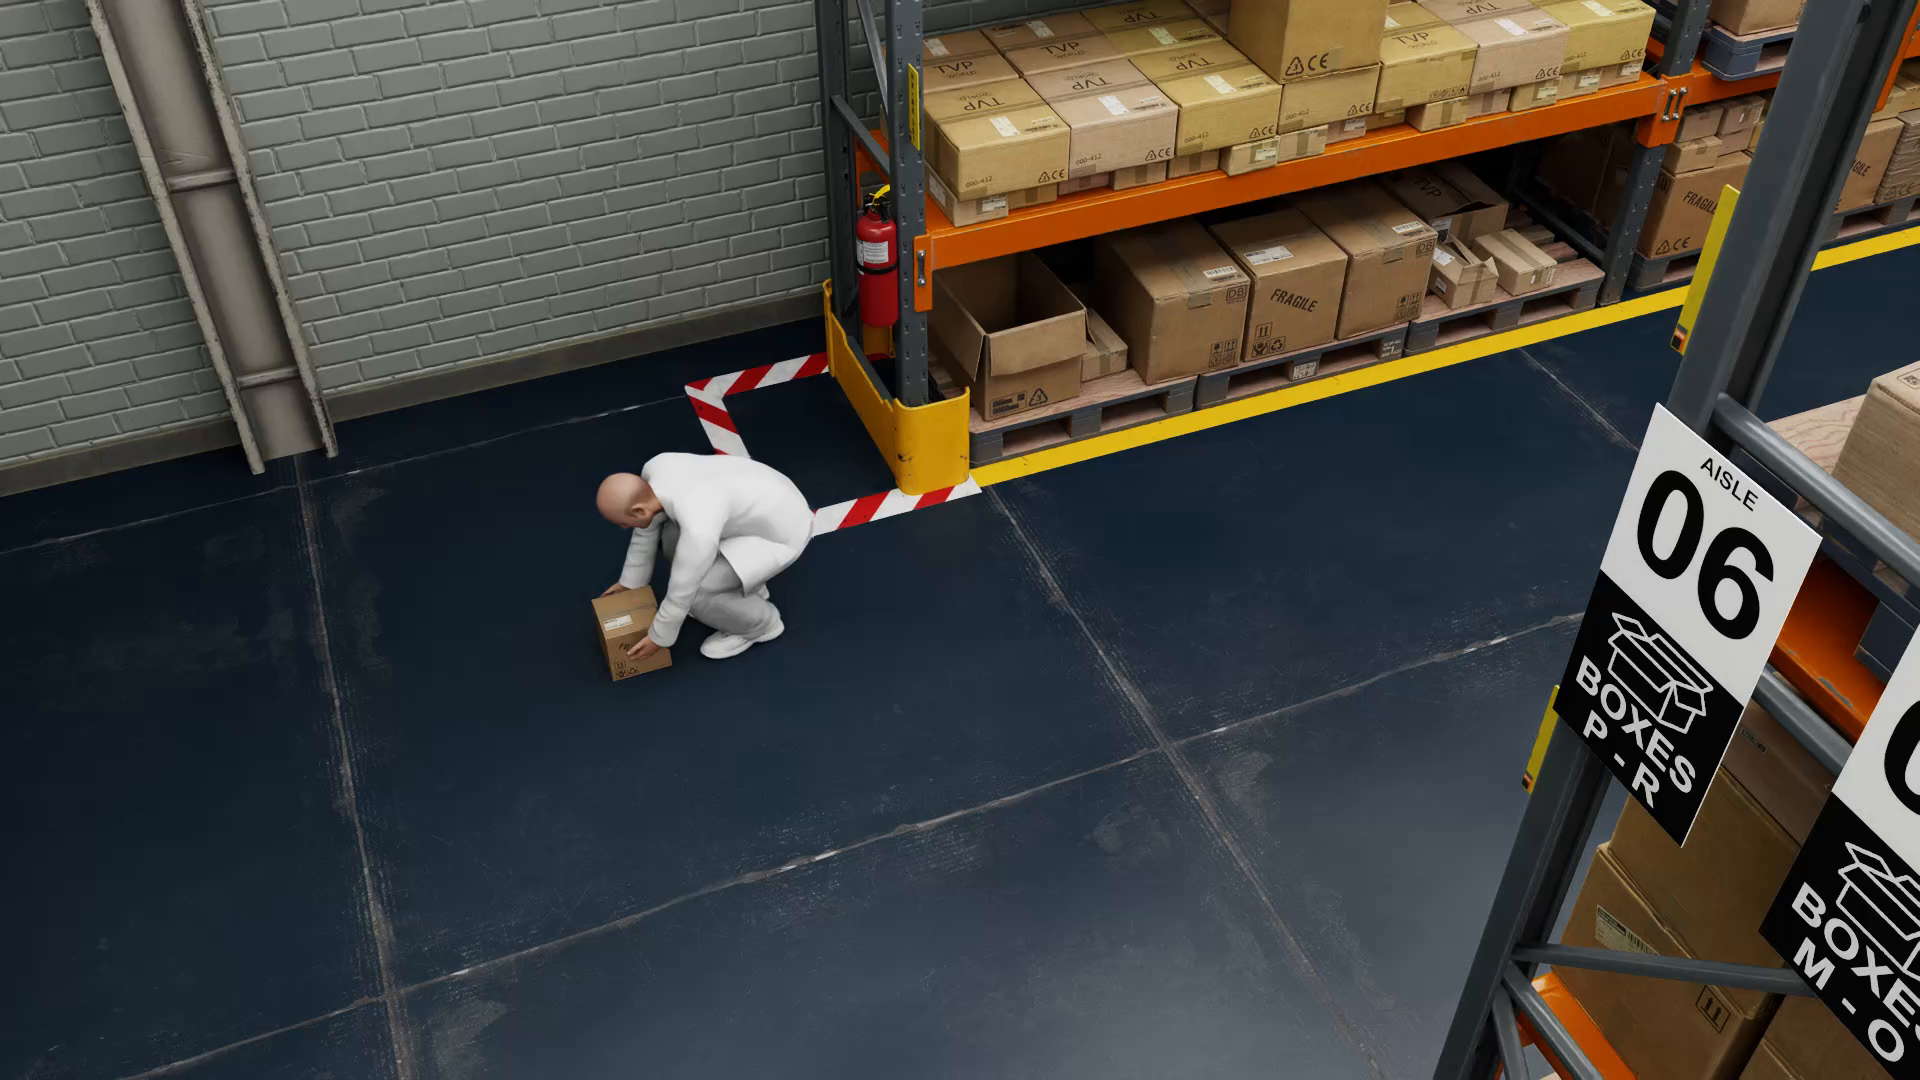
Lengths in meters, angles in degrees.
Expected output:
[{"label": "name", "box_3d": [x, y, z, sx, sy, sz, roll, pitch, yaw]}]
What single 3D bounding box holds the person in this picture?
[{"label": "person", "box_3d": [-1.021, 0.032, 6.755, 0.893, 0.961, 0.608, -15, 43, -17]}]
